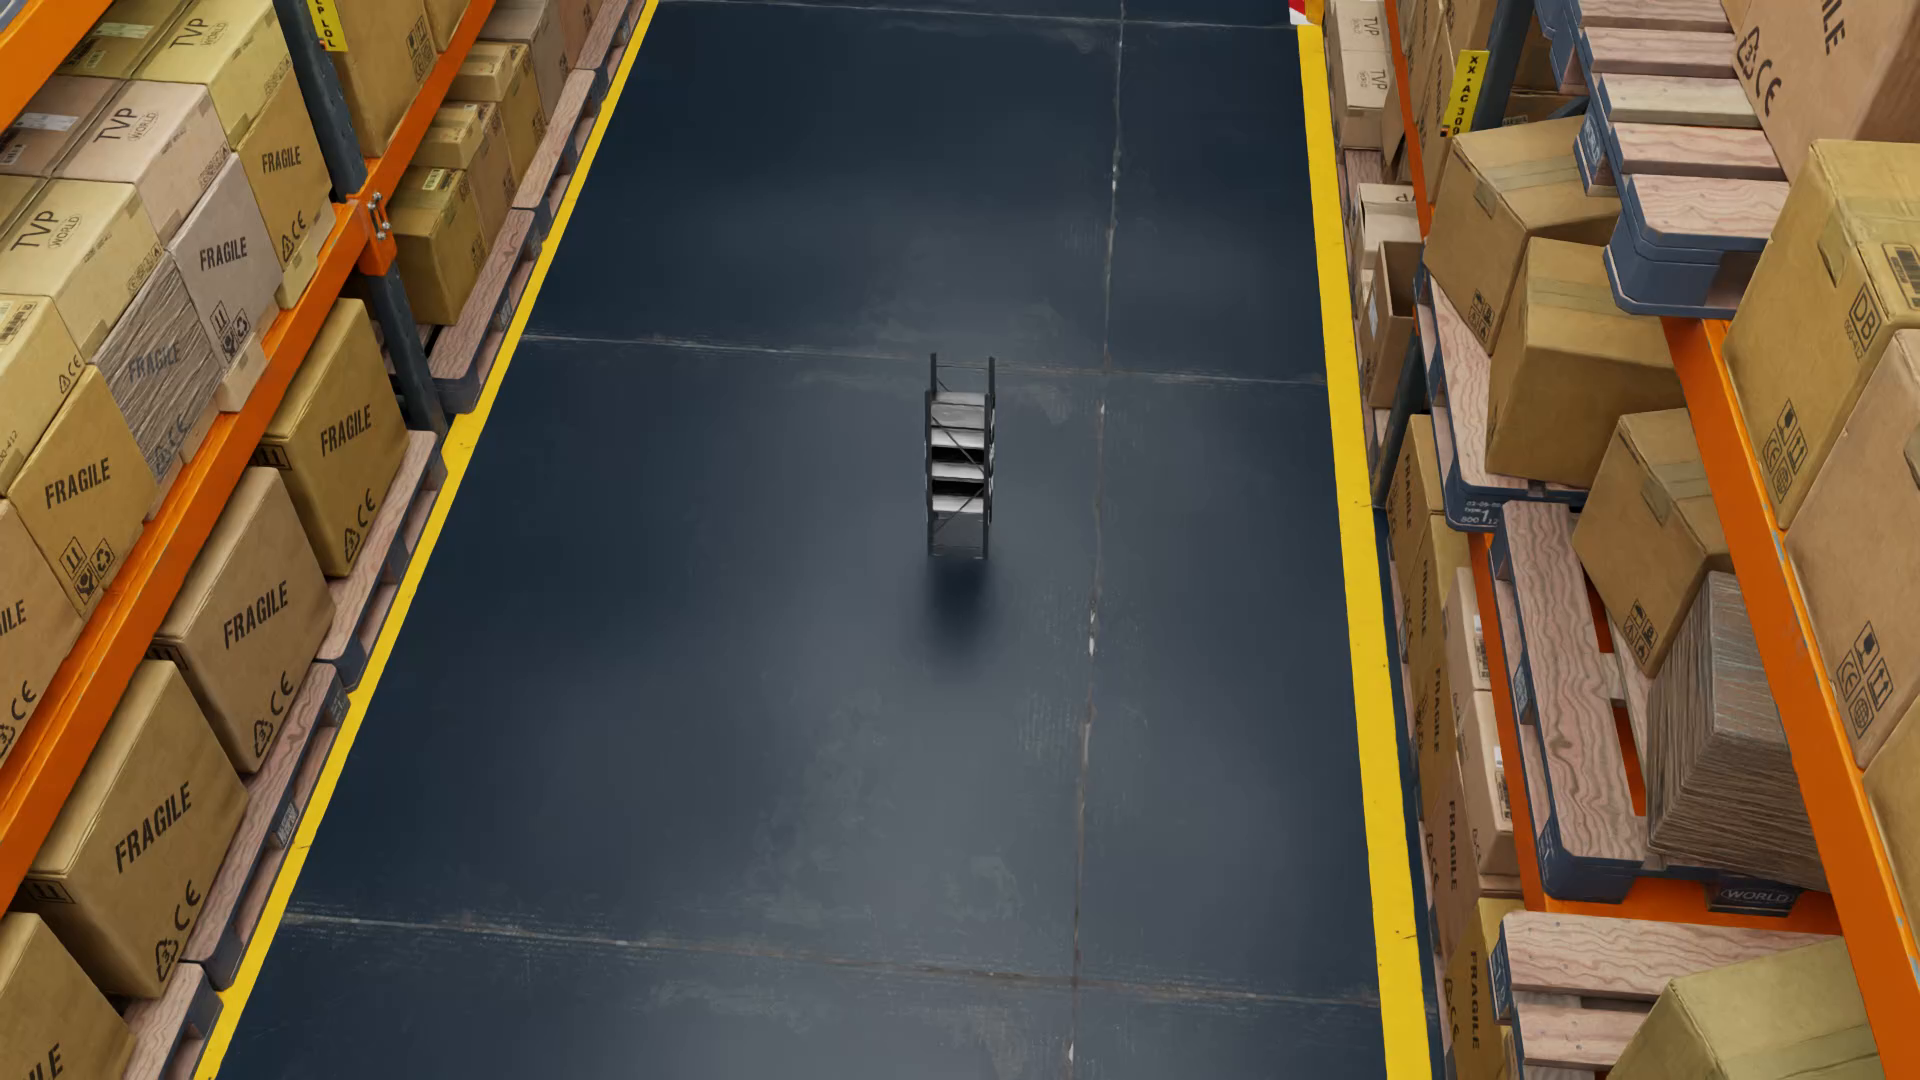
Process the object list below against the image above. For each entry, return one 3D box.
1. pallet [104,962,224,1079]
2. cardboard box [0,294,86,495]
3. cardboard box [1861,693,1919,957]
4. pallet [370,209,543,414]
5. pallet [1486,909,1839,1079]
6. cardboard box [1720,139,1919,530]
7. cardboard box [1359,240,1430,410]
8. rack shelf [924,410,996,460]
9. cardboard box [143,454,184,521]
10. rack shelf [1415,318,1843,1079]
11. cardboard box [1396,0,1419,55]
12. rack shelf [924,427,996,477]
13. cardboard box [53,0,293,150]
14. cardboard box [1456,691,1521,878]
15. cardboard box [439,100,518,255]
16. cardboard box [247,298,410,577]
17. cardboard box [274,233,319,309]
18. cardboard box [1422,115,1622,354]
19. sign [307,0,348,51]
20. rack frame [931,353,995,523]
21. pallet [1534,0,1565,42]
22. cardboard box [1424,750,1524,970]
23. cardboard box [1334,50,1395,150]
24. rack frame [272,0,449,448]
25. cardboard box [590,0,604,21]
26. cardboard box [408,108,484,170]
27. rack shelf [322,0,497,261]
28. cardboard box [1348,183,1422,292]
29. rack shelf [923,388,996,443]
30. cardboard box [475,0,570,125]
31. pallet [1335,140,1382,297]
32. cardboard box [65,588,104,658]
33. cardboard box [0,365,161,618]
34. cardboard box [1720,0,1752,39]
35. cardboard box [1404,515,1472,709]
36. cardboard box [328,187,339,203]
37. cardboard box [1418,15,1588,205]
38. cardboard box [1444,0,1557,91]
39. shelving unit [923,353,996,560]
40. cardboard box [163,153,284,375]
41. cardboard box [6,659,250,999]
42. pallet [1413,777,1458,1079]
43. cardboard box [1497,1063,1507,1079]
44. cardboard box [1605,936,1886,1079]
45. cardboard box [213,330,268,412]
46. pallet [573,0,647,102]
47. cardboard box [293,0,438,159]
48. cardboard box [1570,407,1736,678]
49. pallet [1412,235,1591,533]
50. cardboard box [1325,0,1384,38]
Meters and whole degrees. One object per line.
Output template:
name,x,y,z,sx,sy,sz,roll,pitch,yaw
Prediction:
pallet,-2.938,1.826,4.963,1.003,0.211,1.213,4,48,4
cardboard box,-2.657,-0.390,4.308,0.500,0.250,0.500,3,48,3
cardboard box,1.855,0.420,2.258,0.910,0.500,0.500,4,48,4
pallet,-2.573,-1.093,7.632,1.003,0.211,1.213,4,48,4
pallet,1.840,1.351,3.637,1.213,0.211,1.003,4,48,4
cardboard box,1.949,-0.337,2.950,0.910,0.500,0.500,4,48,4
cardboard box,1.982,-0.893,6.955,0.500,0.500,0.500,4,48,4
rack shelf,0.001,-0.409,6.341,0.258,0.077,0.200,4,48,4
cardboard box,-2.629,-0.204,5.087,0.380,0.149,0.250,3,48,2
rack shelf,2.031,0.562,4.716,1.077,0.370,4.000,4,48,4
cardboard box,2.093,-2.325,6.802,0.500,0.500,0.500,5,48,4
rack shelf,0.001,-0.348,6.408,0.258,0.077,0.200,4,48,4
cardboard box,-2.508,-1.514,5.337,0.500,0.250,0.500,5,48,4
cardboard box,1.790,0.735,4.959,0.500,0.250,0.500,3,48,3
cardboard box,-2.501,-1.690,7.698,0.700,0.500,0.500,3,48,3
cardboard box,-2.650,-0.410,6.291,0.750,0.750,0.750,4,48,4
cardboard box,-2.469,-0.948,5.767,0.380,0.149,0.250,5,48,4
cardboard box,1.947,-0.992,5.299,0.700,0.500,0.500,-11,48,-10
sign,-2.179,-1.815,5.672,0.100,0.325,0.005,4,48,4
rack frame,0.010,-0.384,6.518,0.240,0.900,0.006,4,48,4
pallet,2.084,-1.624,4.324,1.213,0.211,1.003,4,48,4
cardboard box,1.789,1.015,5.211,0.500,0.500,0.500,2,48,2
cardboard box,2.154,-2.195,8.316,0.500,0.250,0.500,4,48,4
rack frame,-2.720,-1.480,6.097,1.000,3.000,0.127,4,48,4
cardboard box,-2.320,-3.197,9.076,0.700,0.500,0.500,4,48,4
cardboard box,-2.337,-1.779,7.341,0.380,0.149,0.250,5,48,5
rack shelf,-2.538,-2.707,7.707,1.077,0.370,4.000,4,48,4
cardboard box,2.051,-1.380,7.529,0.500,0.311,0.500,4,48,4
rack shelf,0.001,-0.469,6.275,0.258,0.077,0.200,4,48,4
cardboard box,-2.411,-2.459,8.402,0.700,0.500,0.500,2,48,2
pallet,2.385,-1.612,8.108,1.003,0.211,1.213,4,48,4
cardboard box,-2.695,0.183,4.733,0.380,0.149,0.250,4,48,4
cardboard box,-2.643,-0.154,4.601,0.500,0.500,0.500,5,48,5
cardboard box,2.055,-1.514,3.675,0.600,0.600,0.600,3,48,3
cardboard box,1.889,0.277,5.886,0.500,0.500,0.500,4,48,4
cardboard box,-2.761,-1.447,7.036,0.380,0.149,0.250,4,48,3
cardboard box,2.003,-1.568,6.110,0.500,0.500,0.500,5,48,4
cardboard box,2.001,-1.910,5.745,0.500,0.500,0.500,4,48,4
shelving unit,0.001,-0.310,6.449,0.258,0.900,0.210,4,48,4
cardboard box,-2.548,-0.890,5.274,0.500,0.500,0.500,4,48,4
cardboard box,-2.801,0.868,5.122,0.750,0.750,0.750,4,48,3
pallet,2.068,1.290,5.453,1.003,0.211,1.213,4,48,4
cardboard box,1.700,1.781,4.510,0.500,0.500,0.500,6,48,5
cardboard box,1.794,1.143,3.345,0.700,0.500,0.500,-11,48,-10
cardboard box,-2.503,-0.562,5.414,0.380,0.149,0.250,4,48,4
pallet,-2.351,-2.886,9.272,1.003,0.211,1.213,4,48,4
cardboard box,-2.655,-1.979,6.350,0.980,0.700,0.700,5,48,4
cardboard box,2.113,-0.023,4.412,0.700,0.500,0.500,-7,48,-6
pallet,2.031,-0.505,5.335,1.003,0.211,1.213,4,48,4
cardboard box,2.174,-2.813,8.938,0.380,0.166,0.250,4,48,4
